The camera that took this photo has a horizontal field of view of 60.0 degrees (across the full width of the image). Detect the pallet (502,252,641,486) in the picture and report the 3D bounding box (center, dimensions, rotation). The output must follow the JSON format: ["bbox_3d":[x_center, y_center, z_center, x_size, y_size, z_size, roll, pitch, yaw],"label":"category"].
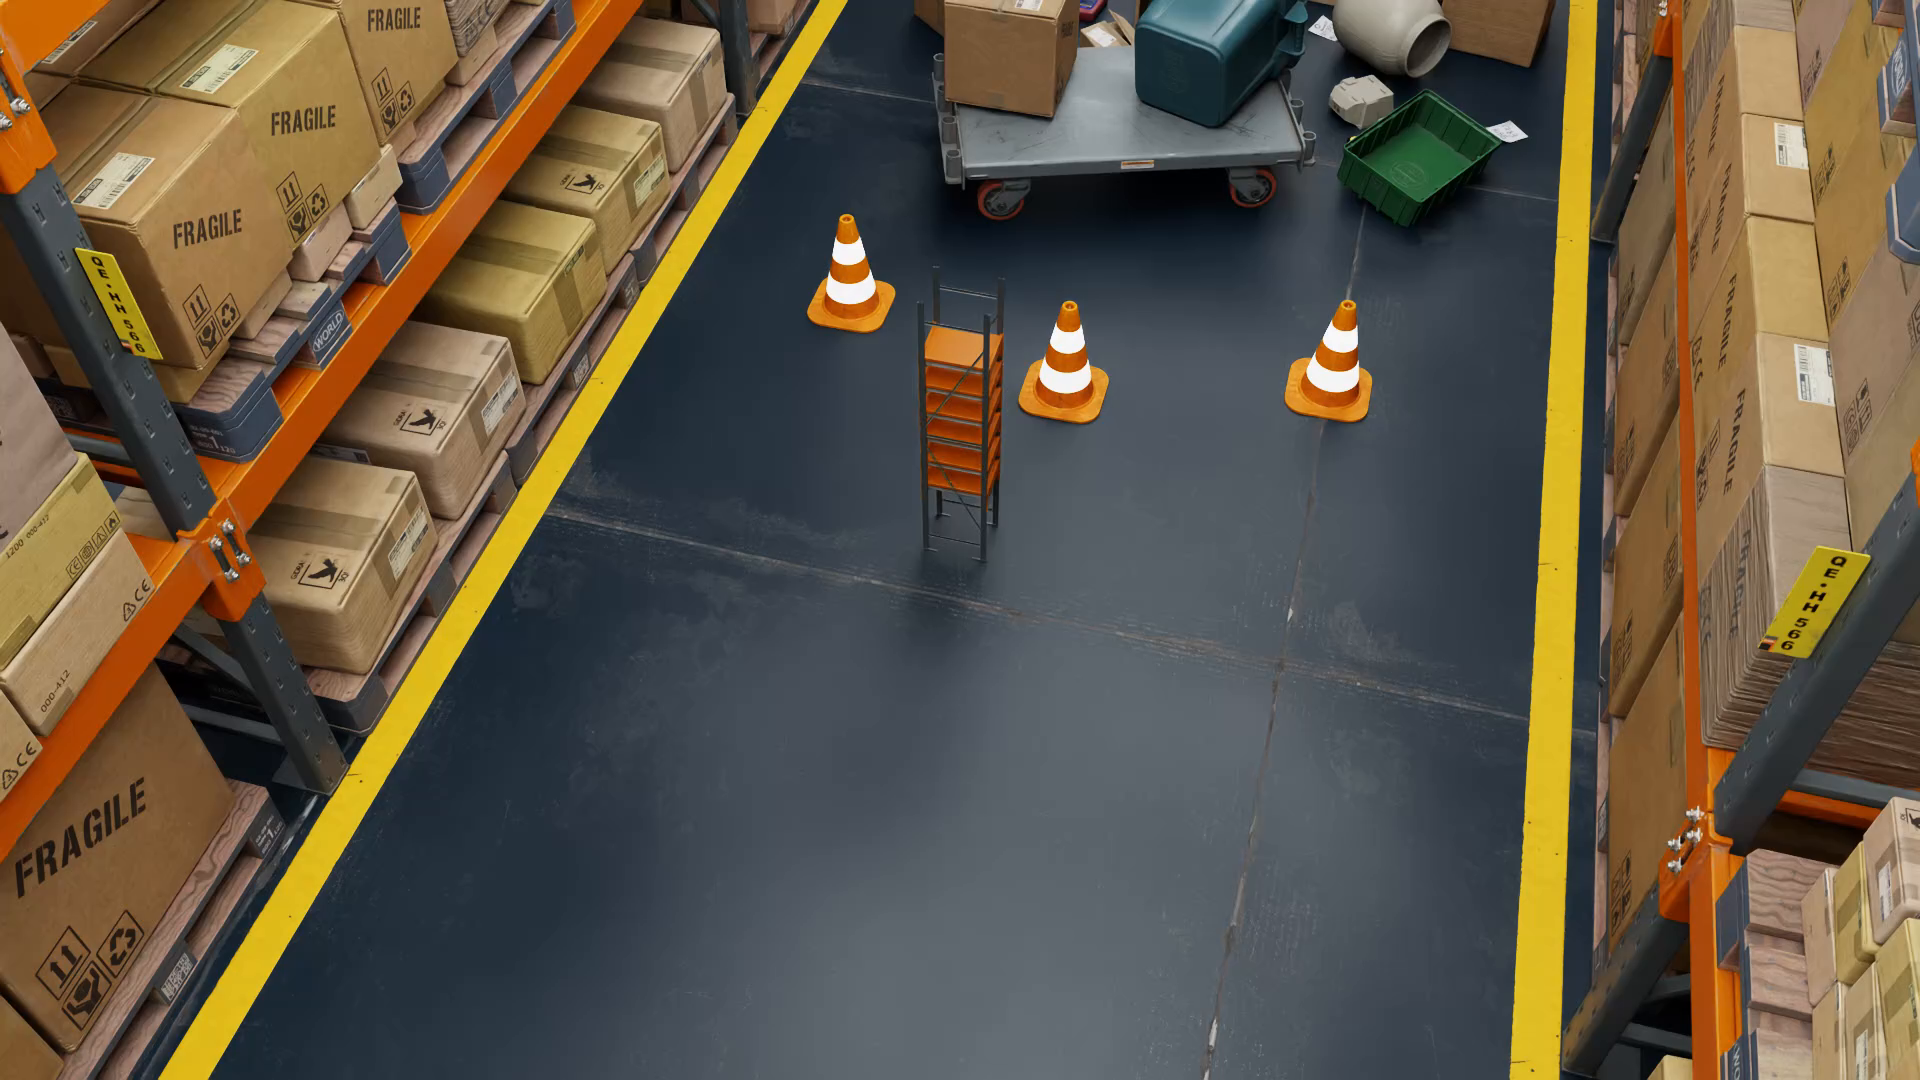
[{"bbox_3d":[-2.012,-0.805,6.820,1.003,0.211,1.213,12,50,10],"label":"pallet"}]

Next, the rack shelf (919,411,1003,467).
[{"bbox_3d":[0.004,-0.378,5.843,0.258,0.103,0.180,12,50,10],"label":"rack shelf"}]

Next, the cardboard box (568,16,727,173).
[{"bbox_3d":[-1.625,-2.066,7.546,0.950,0.372,0.625,12,50,11],"label":"cardboard box"}]

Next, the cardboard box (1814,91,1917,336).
[{"bbox_3d":[2.652,-0.804,4.226,0.700,0.500,0.500,11,49,9],"label":"cardboard box"}]

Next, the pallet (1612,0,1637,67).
[{"bbox_3d":[3.907,-2.770,8.554,1.003,0.211,1.213,12,50,10],"label":"pallet"}]

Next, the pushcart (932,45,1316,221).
[{"bbox_3d":[0.723,-1.895,7.671,1.648,0.377,0.936,-4,49,-3],"label":"pushcart"}]

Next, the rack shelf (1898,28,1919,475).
[{"bbox_3d":[2.786,-1.581,4.124,1.077,0.370,4.000,12,50,10],"label":"rack shelf"}]

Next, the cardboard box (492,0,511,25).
[{"bbox_3d":[-1.809,-1.901,5.814,0.380,0.149,0.250,10,49,9],"label":"cardboard box"}]

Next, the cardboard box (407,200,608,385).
[{"bbox_3d":[-1.992,-1.042,6.642,0.950,0.372,0.625,13,50,11],"label":"cardboard box"}]

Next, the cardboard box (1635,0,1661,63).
[{"bbox_3d":[3.779,-2.803,7.860,0.875,0.875,0.875,12,50,10],"label":"cardboard box"}]

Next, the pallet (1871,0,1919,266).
[{"bbox_3d":[2.378,-0.786,3.068,1.213,0.211,1.003,14,50,12],"label":"pallet"}]

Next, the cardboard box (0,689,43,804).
[{"bbox_3d":[-2.544,0.556,3.859,0.500,0.250,0.500,12,50,11],"label":"cardboard box"}]

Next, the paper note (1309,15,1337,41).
[{"bbox_3d":[1.905,-2.632,8.557,0.172,0.023,0.155,28,54,22],"label":"paper note"}]

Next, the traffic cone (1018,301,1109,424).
[{"bbox_3d":[0.423,-0.757,6.610,0.336,0.463,0.334,12,50,10],"label":"traffic cone"}]

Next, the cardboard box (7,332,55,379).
[{"bbox_3d":[-2.683,-0.623,4.687,0.380,0.149,0.250,13,50,11],"label":"cardboard box"}]

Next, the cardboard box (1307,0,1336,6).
[{"bbox_3d":[1.988,-2.975,8.699,0.396,0.266,0.258,19,51,16],"label":"cardboard box"}]

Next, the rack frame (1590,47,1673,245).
[{"bbox_3d":[3.313,-2.273,6.256,1.000,3.000,0.127,12,50,10],"label":"rack frame"}]

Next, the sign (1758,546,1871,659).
[{"bbox_3d":[1.723,0.130,3.362,0.100,0.325,0.005,12,50,10],"label":"sign"}]

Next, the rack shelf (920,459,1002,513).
[{"bbox_3d":[0.004,-0.219,6.023,0.258,0.103,0.180,12,50,10],"label":"rack shelf"}]

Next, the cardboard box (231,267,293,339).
[{"bbox_3d":[-2.171,-0.736,4.786,0.380,0.149,0.250,9,49,8],"label":"cardboard box"}]

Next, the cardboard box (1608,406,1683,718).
[{"bbox_3d":[2.734,0.170,5.320,1.050,0.750,0.750,12,50,11],"label":"cardboard box"}]

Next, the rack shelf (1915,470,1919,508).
[{"bbox_3d":[1.733,1.312,1.570,1.077,0.370,4.000,12,50,10],"label":"rack shelf"}]

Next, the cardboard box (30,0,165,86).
[{"bbox_3d":[-2.565,-1.314,4.864,0.500,0.500,0.500,11,49,9],"label":"cardboard box"}]

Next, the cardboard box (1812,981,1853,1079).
[{"bbox_3d":[1.877,1.042,3.217,0.380,0.149,0.250,14,50,12],"label":"cardboard box"}]

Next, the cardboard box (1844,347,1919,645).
[{"bbox_3d":[2.388,-0.067,3.575,0.700,0.500,0.500,11,50,10],"label":"cardboard box"}]

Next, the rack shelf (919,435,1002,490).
[{"bbox_3d":[0.004,-0.299,5.933,0.258,0.103,0.180,12,50,10],"label":"rack shelf"}]

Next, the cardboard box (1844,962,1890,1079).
[{"bbox_3d":[1.870,0.972,3.080,0.380,0.149,0.250,14,50,12],"label":"cardboard box"}]

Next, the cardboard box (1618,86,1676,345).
[{"bbox_3d":[3.236,-1.201,6.530,1.050,0.750,0.750,11,50,10],"label":"cardboard box"}]

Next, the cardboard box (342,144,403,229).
[{"bbox_3d":[-1.962,-1.119,5.125,0.380,0.149,0.250,12,50,10],"label":"cardboard box"}]

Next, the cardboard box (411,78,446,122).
[{"bbox_3d":[-1.937,-1.521,5.479,0.380,0.149,0.250,13,50,12],"label":"cardboard box"}]

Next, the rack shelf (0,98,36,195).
[{"bbox_3d":[-3.069,0.409,2.368,1.077,0.370,4.000,12,50,10],"label":"rack shelf"}]

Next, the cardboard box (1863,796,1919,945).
[{"bbox_3d":[1.950,0.667,3.152,0.380,0.149,0.250,12,50,10],"label":"cardboard box"}]

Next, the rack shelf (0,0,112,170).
[{"bbox_3d":[-2.016,-2.485,4.922,1.077,0.370,4.000,12,50,10],"label":"rack shelf"}]

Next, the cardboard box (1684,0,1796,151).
[{"bbox_3d":[2.782,-1.614,5.607,0.500,0.500,0.500,12,50,10],"label":"cardboard box"}]

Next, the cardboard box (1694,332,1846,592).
[{"bbox_3d":[2.252,-0.152,4.317,0.500,0.500,0.500,12,50,10],"label":"cardboard box"}]

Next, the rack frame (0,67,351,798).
[{"bbox_3d":[-2.542,-0.284,4.500,1.000,3.000,0.127,12,50,10],"label":"rack frame"}]

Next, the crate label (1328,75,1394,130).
[{"bbox_3d":[1.943,-2.126,8.035,0.298,0.136,0.250,-19,51,-16],"label":"crate label"}]

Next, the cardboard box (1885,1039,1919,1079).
[{"bbox_3d":[1.814,1.035,2.827,0.380,0.149,0.250,11,50,10],"label":"cardboard box"}]

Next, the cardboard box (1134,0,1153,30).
[{"bbox_3d":[1.305,-2.841,8.331,0.797,0.637,0.503,12,50,10],"label":"cardboard box"}]

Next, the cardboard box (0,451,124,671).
[{"bbox_3d":[-2.425,0.001,4.015,0.500,0.250,0.500,11,50,10],"label":"cardboard box"}]

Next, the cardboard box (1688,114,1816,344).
[{"bbox_3d":[2.514,-0.885,4.964,0.500,0.500,0.500,12,50,11],"label":"cardboard box"}]

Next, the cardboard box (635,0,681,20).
[{"bbox_3d":[-1.593,-2.887,8.351,0.500,0.250,0.500,14,50,12],"label":"cardboard box"}]

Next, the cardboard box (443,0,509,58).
[{"bbox_3d":[-1.798,-1.958,5.432,0.500,0.500,0.500,10,49,9],"label":"cardboard box"}]

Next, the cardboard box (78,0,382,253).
[{"bbox_3d":[-2.070,-1.212,4.774,0.500,0.500,0.500,14,50,12],"label":"cardboard box"}]

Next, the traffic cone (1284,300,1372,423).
[{"bbox_3d":[1.503,-0.762,6.614,0.336,0.463,0.334,12,50,10],"label":"traffic cone"}]

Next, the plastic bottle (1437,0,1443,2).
[{"bbox_3d":[2.414,-2.884,8.755,0.283,0.061,0.133,-4,49,-3],"label":"plastic bottle"}]

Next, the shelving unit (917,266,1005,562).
[{"bbox_3d":[0.004,-0.407,5.809,0.258,1.200,0.189,12,50,10],"label":"shelving unit"}]

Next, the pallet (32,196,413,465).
[{"bbox_3d":[-2.457,-0.757,5.045,1.213,0.211,1.003,12,50,10],"label":"pallet"}]

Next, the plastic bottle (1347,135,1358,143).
[{"bbox_3d":[1.929,-1.798,7.796,0.133,0.061,0.283,-11,50,-10],"label":"plastic bottle"}]

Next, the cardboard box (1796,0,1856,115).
[{"bbox_3d":[2.921,-1.539,4.874,0.700,0.500,0.500,12,50,10],"label":"cardboard box"}]

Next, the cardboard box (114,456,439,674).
[{"bbox_3d":[-2.384,0.040,5.686,0.950,0.372,0.625,9,49,7],"label":"cardboard box"}]

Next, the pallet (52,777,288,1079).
[{"bbox_3d":[-2.822,1.195,5.055,1.003,0.211,1.213,12,50,10],"label":"pallet"}]

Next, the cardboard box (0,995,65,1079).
[{"bbox_3d":[-3.043,1.408,4.144,0.875,0.875,0.875,12,50,10],"label":"cardboard box"}]

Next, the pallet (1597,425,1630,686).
[{"bbox_3d":[2.863,0.108,6.014,1.003,0.211,1.213,12,50,10],"label":"pallet"}]

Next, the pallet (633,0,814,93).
[{"bbox_3d":[-1.347,-2.747,8.534,1.003,0.211,1.213,12,50,10],"label":"pallet"}]

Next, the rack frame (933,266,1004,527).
[{"bbox_3d":[0.028,-0.474,5.868,0.240,1.200,0.006,12,50,10],"label":"rack frame"}]

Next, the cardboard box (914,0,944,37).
[{"bbox_3d":[0.105,-2.857,8.436,0.500,0.500,0.500,-27,54,-22],"label":"cardboard box"}]
